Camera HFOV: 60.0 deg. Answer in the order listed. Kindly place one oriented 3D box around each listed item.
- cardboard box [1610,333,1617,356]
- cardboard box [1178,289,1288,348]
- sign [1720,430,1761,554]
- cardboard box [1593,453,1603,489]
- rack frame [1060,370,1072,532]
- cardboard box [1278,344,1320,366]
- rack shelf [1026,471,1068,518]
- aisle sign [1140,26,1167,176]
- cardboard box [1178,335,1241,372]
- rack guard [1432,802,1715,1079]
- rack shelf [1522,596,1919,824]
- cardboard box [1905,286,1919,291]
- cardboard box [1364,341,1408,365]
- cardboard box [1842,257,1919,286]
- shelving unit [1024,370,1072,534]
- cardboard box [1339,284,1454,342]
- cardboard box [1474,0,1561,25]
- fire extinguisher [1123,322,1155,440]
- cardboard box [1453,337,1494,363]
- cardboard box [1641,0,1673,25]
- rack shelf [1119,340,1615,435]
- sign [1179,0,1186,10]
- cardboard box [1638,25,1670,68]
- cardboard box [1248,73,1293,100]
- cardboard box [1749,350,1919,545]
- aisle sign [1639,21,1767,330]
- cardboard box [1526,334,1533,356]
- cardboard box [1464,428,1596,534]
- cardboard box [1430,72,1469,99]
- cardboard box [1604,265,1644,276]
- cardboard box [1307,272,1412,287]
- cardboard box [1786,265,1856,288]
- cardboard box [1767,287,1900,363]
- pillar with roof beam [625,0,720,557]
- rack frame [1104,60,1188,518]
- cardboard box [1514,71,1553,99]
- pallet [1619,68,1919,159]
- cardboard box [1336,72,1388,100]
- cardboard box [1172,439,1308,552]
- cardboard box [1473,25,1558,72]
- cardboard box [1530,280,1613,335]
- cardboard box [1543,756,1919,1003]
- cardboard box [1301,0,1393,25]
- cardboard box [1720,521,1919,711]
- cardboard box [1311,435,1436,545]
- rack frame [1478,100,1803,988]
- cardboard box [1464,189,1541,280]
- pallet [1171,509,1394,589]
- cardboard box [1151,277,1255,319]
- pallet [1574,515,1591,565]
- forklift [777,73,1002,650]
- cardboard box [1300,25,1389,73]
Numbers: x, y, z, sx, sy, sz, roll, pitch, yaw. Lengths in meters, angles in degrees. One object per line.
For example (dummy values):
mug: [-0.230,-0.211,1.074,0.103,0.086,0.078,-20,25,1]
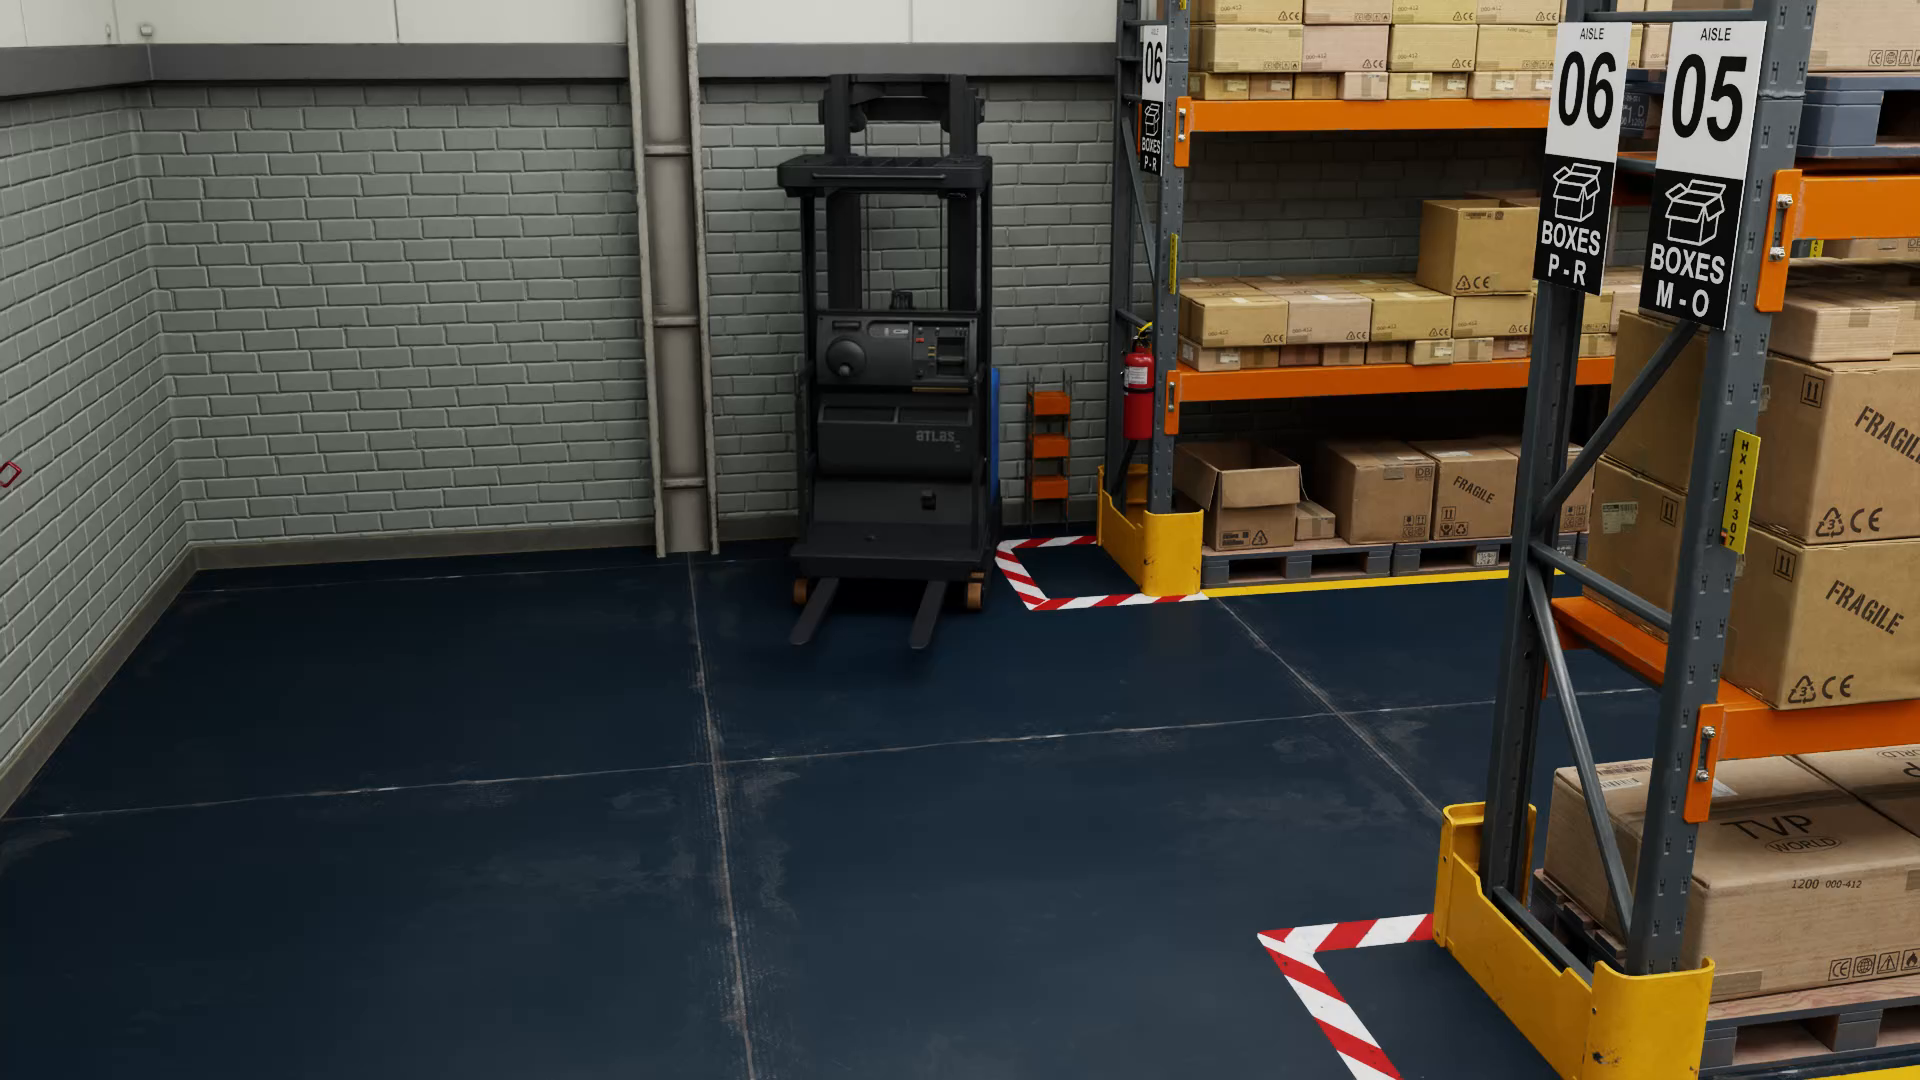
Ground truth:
cardboard box: [3.972,-1.233,10.145,0.250,0.149,0.380,-3,17,-9]
cardboard box: [1.571,-1.288,9.645,0.500,0.250,0.500,-3,17,-10]
sign: [2.119,-0.130,4.518,0.005,0.325,0.100,-3,17,-10]
cardboard box: [4.308,-0.439,10.998,0.500,0.311,0.500,-3,17,-8]
rack frame: [0.694,-0.583,10.920,0.008,1.050,0.200,-3,17,-10]
cardboard box: [1.942,-1.141,9.846,0.250,0.149,0.380,-3,17,-11]
rack shelf: [0.572,-0.301,10.984,0.240,0.259,0.215,-3,17,-10]
aisle sign: [1.063,-2.424,9.167,0.004,0.787,0.394,-3,17,-10]
cardboard box: [1.449,-1.089,9.676,0.250,0.149,0.380,-3,17,-11]
rack guard: [1.996,1.357,5.542,0.348,0.500,1.175,-3,17,-10]
rack shelf: [3.983,0.393,5.647,4.000,0.370,1.077,-3,17,-10]
cardboard box: [2.942,-0.631,4.781,0.250,0.149,0.380,-3,17,-9]
cardboard box: [2.461,-1.154,9.888,0.250,0.149,0.380,-3,17,-10]
cardboard box: [3.071,-0.814,5.377,0.250,0.149,0.380,-3,17,-9]
shelving unit: [0.574,-0.577,10.899,0.252,1.050,0.215,-3,17,-10]
cardboard box: [2.563,-1.345,9.831,0.500,0.250,0.500,-4,17,-11]
cardboard box: [3.050,-3.052,9.427,0.500,0.250,0.500,-3,17,-9]
fire extinguisher: [1.018,-0.913,9.443,0.183,0.674,0.296,-3,17,-10]
cardboard box: [2.978,-1.167,9.930,0.250,0.149,0.380,-3,17,-9]
cardboard box: [4.055,-3.108,9.609,0.500,0.250,0.500,-4,17,-11]
rack shelf: [3.038,-1.037,10.305,4.000,0.370,1.077,-3,17,-10]
sign: [1.178,-2.965,8.759,0.005,0.325,0.100,-3,17,-10]
cardboard box: [4.067,-2.866,9.674,0.500,0.250,0.500,-4,17,-12]
cardboard box: [1.684,-2.556,9.345,0.250,0.149,0.380,-3,17,-9]
cardboard box: [2.545,-0.309,4.837,0.500,0.500,0.500,-4,17,-12]
aisle sign: [2.004,-0.994,4.512,0.004,0.787,0.394,-3,17,-10]
cardboard box: [3.452,-1.228,10.130,0.250,0.149,0.380,-3,17,-10]
cardboard box: [3.559,-0.377,10.471,0.500,0.500,0.700,-4,18,-13]
cardboard box: [2.690,-2.598,9.481,0.250,0.149,0.380,-3,17,-11]
cardboard box: [4.464,-1.613,10.704,0.500,0.250,0.500,-3,17,-11]
cardboard box: [2.469,-1.497,10.326,0.500,0.250,0.500,-3,17,-9]
cardboard box: [2.579,-0.774,5.244,0.250,0.149,0.380,-3,17,-9]
cardboard box: [2.421,-0.615,4.727,0.250,0.149,0.380,-3,17,-9]
pillar with roof beam: [-0.927,-3.006,5.273,0.400,9.000,9.100,-3,17,-10]
rack frame: [1.074,-1.270,9.837,0.127,3.000,1.000,-3,17,-10]
cardboard box: [3.199,-2.607,9.510,0.250,0.149,0.380,-3,17,-9]
pallet: [2.746,-1.275,4.896,1.213,0.211,1.003,-3,17,-10]
cardboard box: [2.203,-2.550,9.324,0.250,0.149,0.380,-3,17,-9]
cardboard box: [1.693,-0.284,10.164,0.637,0.503,0.797,-4,18,-13]
cardboard box: [3.065,-2.815,9.507,0.500,0.250,0.500,-4,17,-11]
cardboard box: [3.567,-1.408,10.037,0.500,0.250,0.500,-3,17,-11]
cardboard box: [2.649,1.119,5.707,0.875,0.438,0.875,-4,17,-12]
cardboard box: [2.061,-2.988,9.221,0.500,0.250,0.500,-3,17,-11]
cardboard box: [2.545,0.169,4.982,0.500,0.500,0.500,-3,17,-11]
cardboard box: [2.540,-0.319,10.283,0.500,0.500,0.700,-3,17,-8]
rack frame: [2.020,0.161,5.179,0.127,3.000,1.000,-3,17,-10]
cardboard box: [3.489,-1.915,10.410,0.500,0.500,0.500,-4,17,-12]
pallet: [1.932,0.014,10.406,1.213,0.211,1.003,-3,17,-10]
cardboard box: [1.476,-1.442,10.148,0.500,0.250,0.500,-3,17,-9]
pallet: [4.327,-0.121,10.848,1.213,0.211,1.003,-3,17,-10]
forklift: [-0.383,-1.099,9.396,1.130,2.935,3.031,2,17,5]
cardboard box: [2.057,-2.754,9.310,0.500,0.250,0.500,-3,17,-9]
